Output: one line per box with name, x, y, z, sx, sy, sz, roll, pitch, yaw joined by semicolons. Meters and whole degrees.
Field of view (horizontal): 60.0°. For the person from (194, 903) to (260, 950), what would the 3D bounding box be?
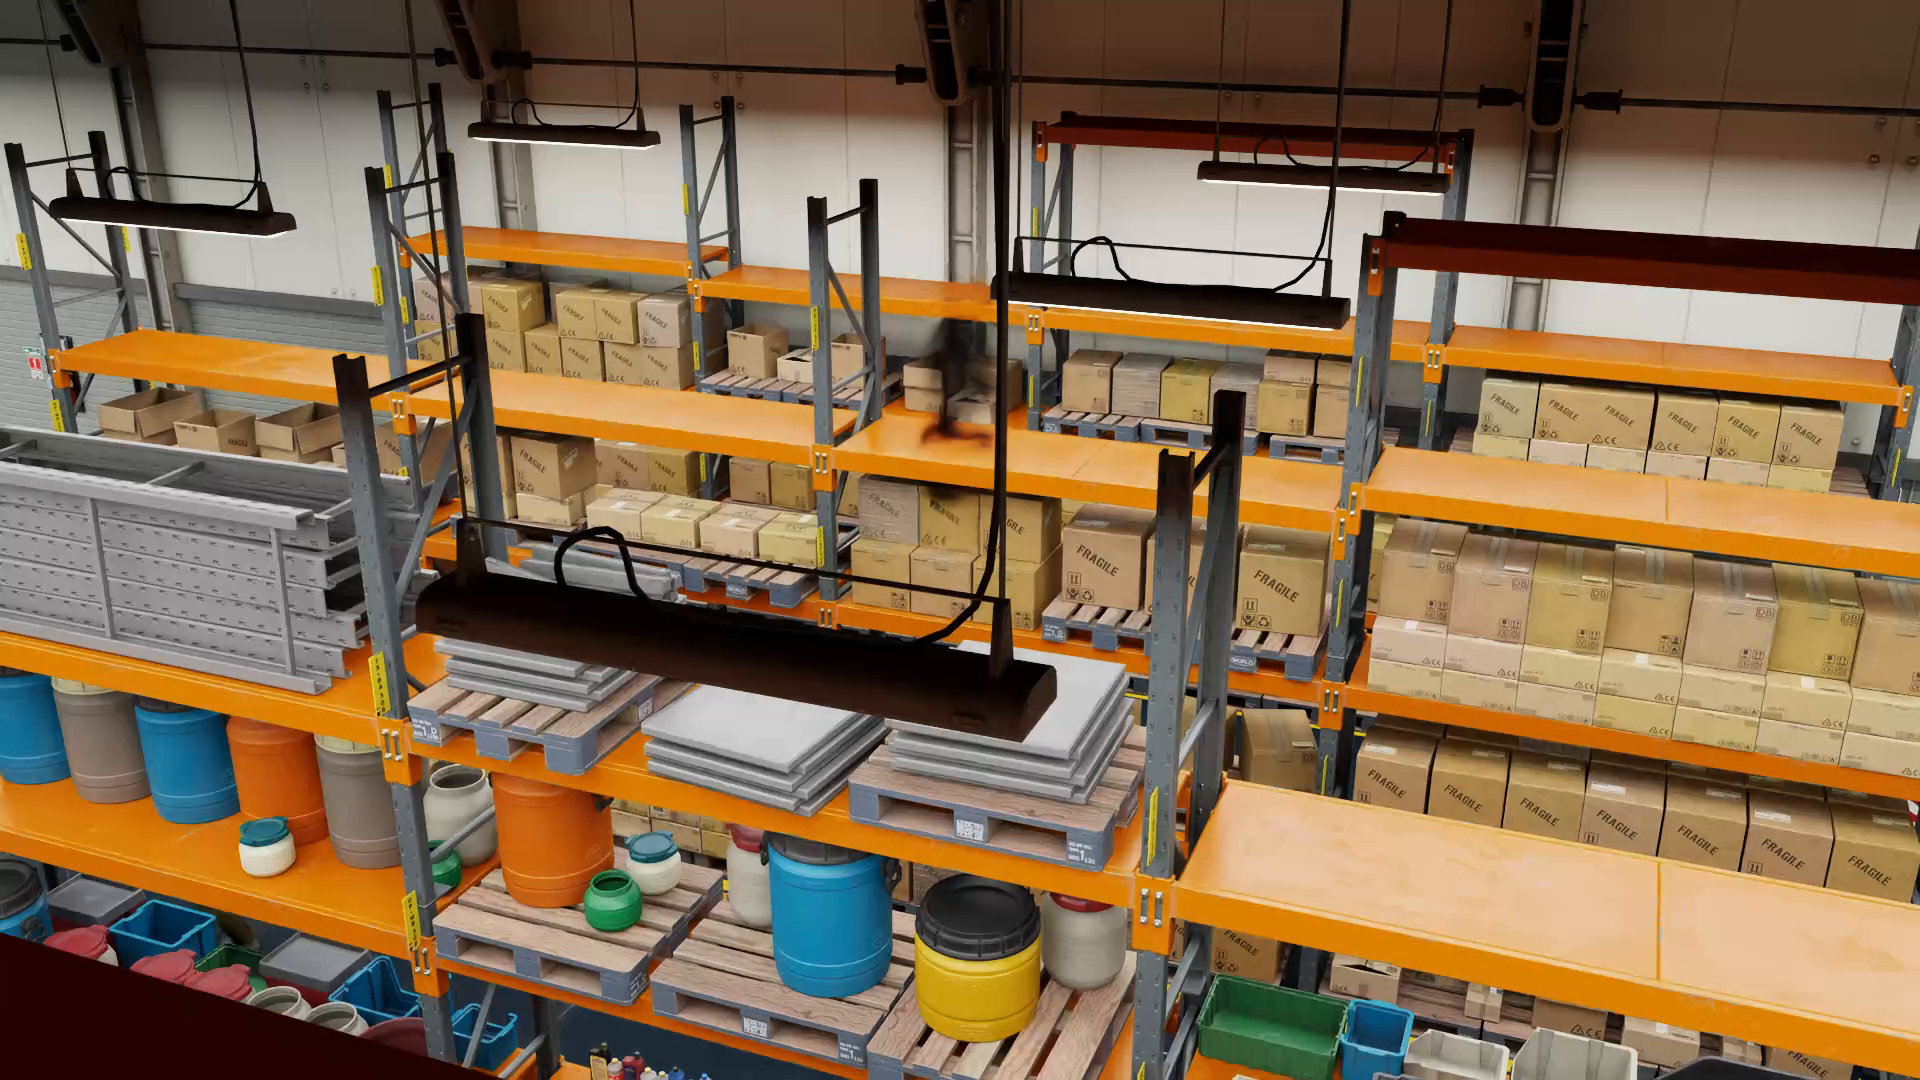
person;-6.133;2.514;13.331;0.955;1.706;0.690;6;22;15
